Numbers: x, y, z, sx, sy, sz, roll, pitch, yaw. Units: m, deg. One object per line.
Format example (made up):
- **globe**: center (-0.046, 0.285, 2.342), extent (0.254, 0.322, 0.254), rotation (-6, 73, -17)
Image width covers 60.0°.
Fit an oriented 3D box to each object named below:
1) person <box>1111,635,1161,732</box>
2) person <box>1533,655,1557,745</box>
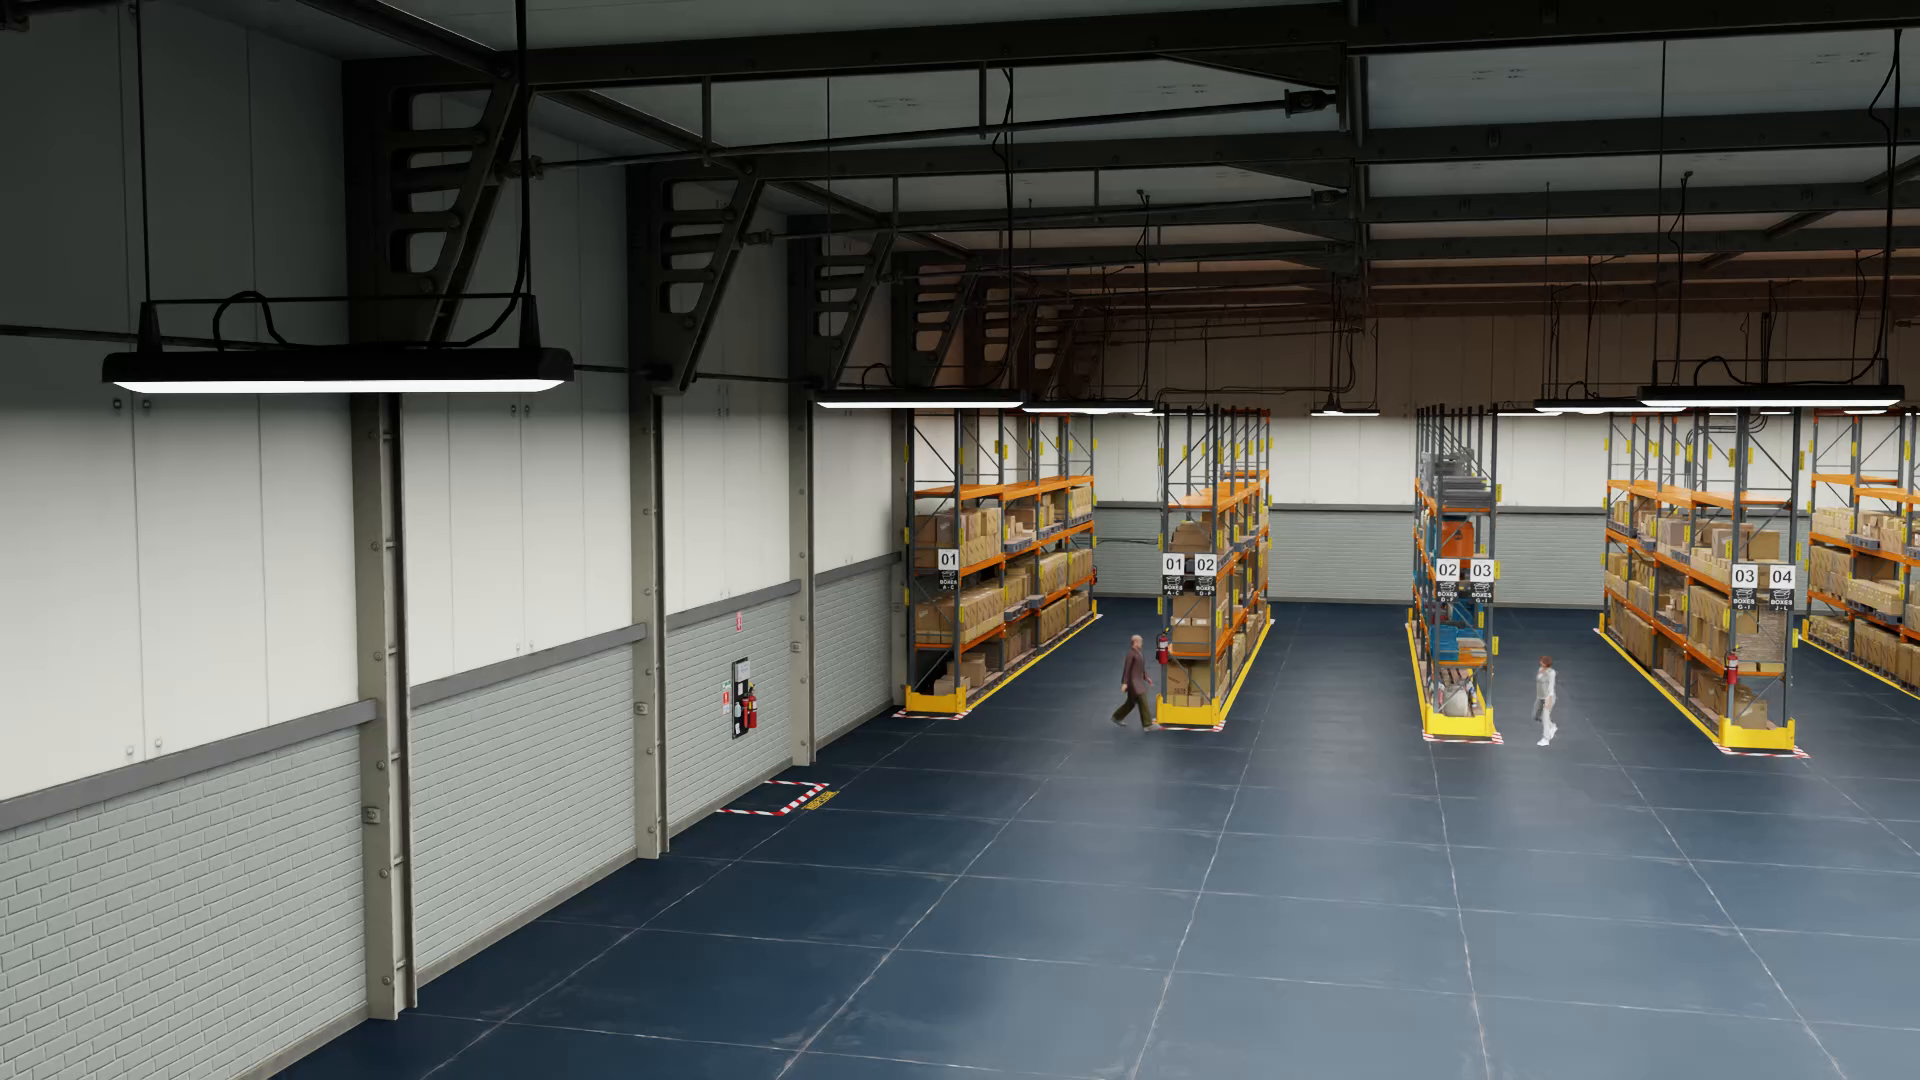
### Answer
- **person**: center (3.240, 2.625, 30.616), extent (1.006, 1.751, 0.603), rotation (1, 4, 16)
- **person**: center (10.312, 2.789, 29.149), extent (0.525, 1.586, 0.413), rotation (-2, 5, -25)
